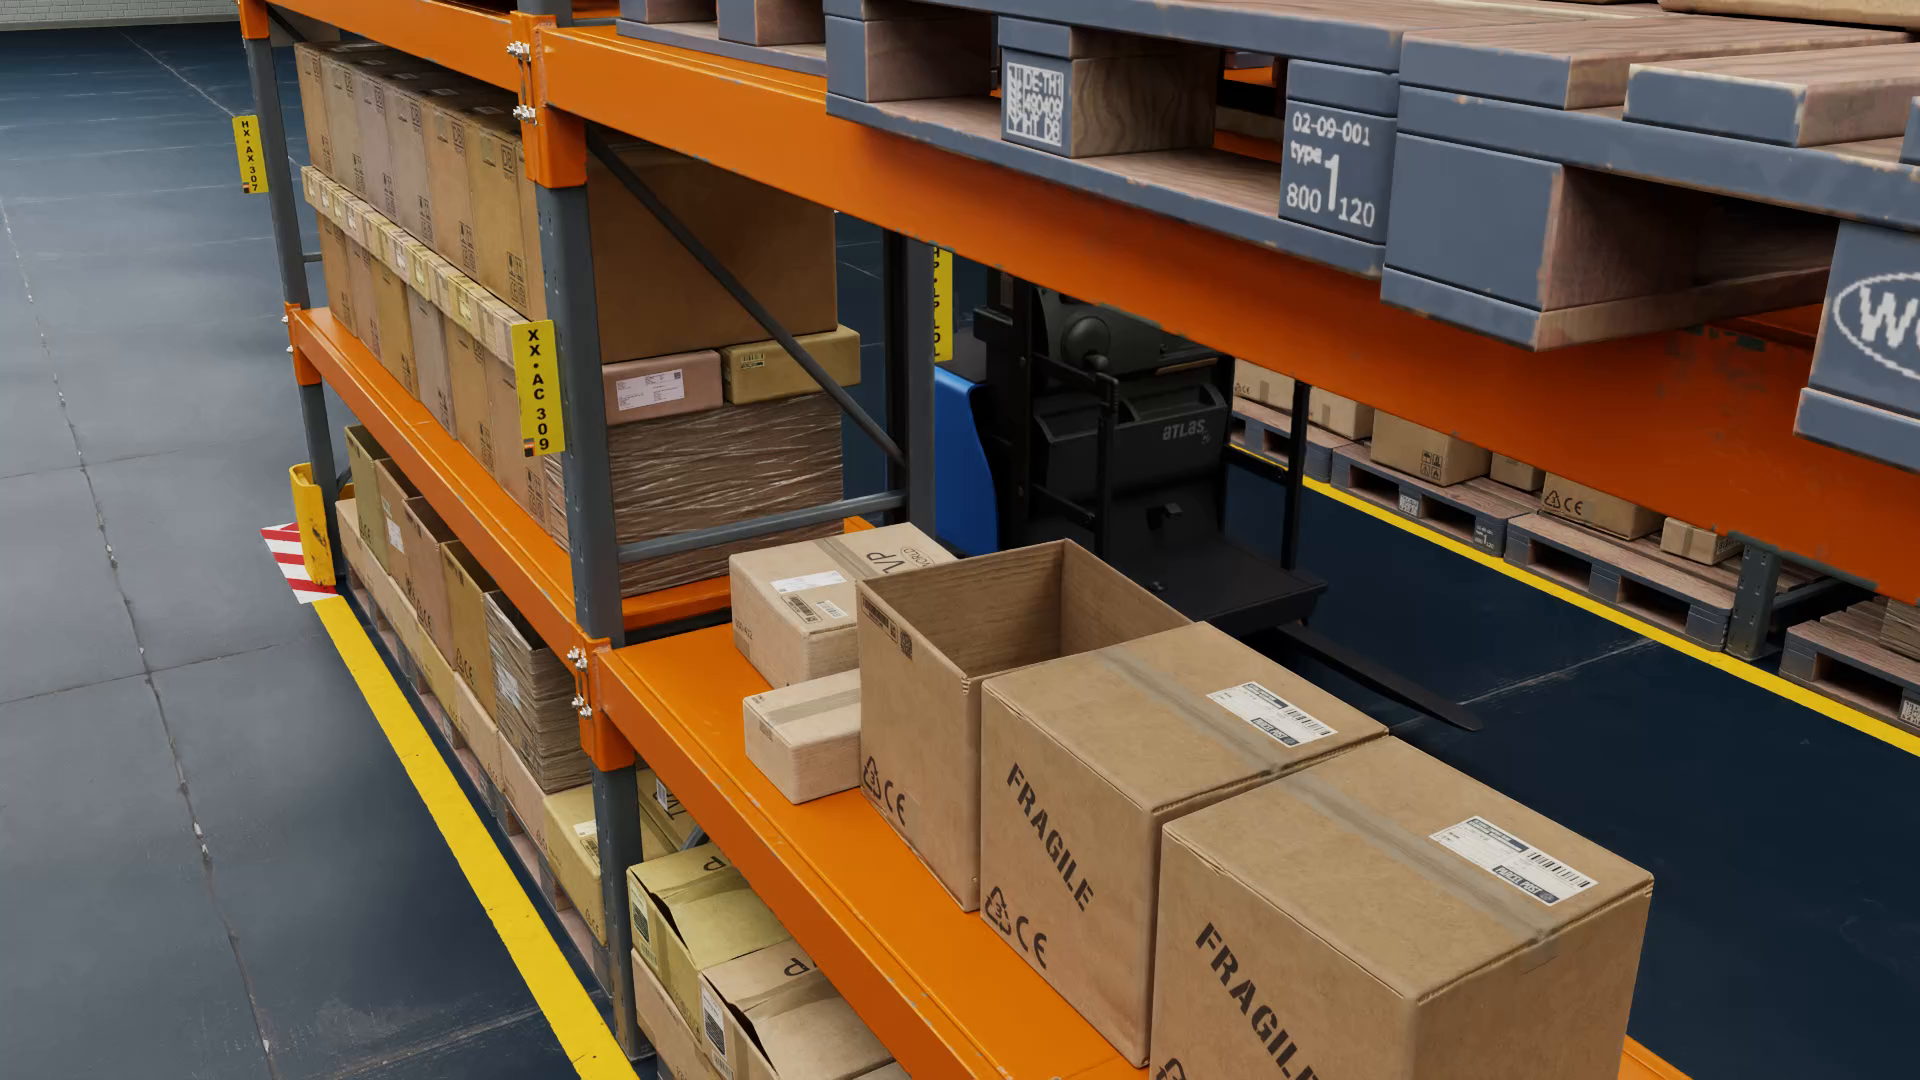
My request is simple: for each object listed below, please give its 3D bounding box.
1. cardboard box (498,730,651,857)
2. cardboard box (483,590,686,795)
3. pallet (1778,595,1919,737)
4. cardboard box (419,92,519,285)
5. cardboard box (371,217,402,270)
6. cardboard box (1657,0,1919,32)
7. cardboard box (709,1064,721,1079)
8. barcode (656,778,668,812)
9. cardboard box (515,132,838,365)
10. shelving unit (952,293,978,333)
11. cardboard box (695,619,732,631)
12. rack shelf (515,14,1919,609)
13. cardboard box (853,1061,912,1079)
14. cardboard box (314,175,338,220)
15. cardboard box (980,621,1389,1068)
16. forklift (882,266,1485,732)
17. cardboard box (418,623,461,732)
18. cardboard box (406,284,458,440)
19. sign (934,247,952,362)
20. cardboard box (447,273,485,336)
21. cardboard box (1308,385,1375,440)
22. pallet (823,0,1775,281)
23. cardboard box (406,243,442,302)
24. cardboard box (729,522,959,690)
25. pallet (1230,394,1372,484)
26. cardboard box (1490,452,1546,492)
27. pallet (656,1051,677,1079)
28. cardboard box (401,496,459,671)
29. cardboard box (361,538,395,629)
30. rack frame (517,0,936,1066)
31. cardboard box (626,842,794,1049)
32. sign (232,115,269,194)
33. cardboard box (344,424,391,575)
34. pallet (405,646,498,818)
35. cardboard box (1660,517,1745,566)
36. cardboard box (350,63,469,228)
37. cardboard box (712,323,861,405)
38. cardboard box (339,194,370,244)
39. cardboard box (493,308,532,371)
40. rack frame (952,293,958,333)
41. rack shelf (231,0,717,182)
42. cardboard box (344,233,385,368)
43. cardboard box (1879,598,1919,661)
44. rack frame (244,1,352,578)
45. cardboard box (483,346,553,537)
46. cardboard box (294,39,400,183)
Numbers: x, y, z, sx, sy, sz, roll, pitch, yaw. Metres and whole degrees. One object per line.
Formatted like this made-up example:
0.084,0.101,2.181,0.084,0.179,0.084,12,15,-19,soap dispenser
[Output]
-1.198,0.779,5.505,0.500,0.250,0.500,-13,25,-28,cardboard box
-1.197,0.431,5.364,0.500,0.500,0.500,-13,25,-28,cardboard box
4.129,0.561,6.650,1.003,0.211,1.213,-13,25,-28,pallet
-1.273,-1.144,5.286,0.700,0.500,0.500,-13,25,-28,cardboard box
-1.895,-1.085,6.003,0.380,0.149,0.250,-13,25,-29,cardboard box
0.953,-0.550,1.340,0.500,0.250,0.500,-12,25,-27,cardboard box
-0.273,1.395,3.990,0.500,0.250,0.500,-12,25,-27,cardboard box
-0.754,0.644,4.204,0.001,0.075,0.075,-13,25,-28,barcode
-0.759,-0.818,4.485,0.700,0.500,0.500,-12,25,-28,cardboard box
-0.065,-0.594,8.179,0.258,1.200,0.189,-13,26,-29,shelving unit
-0.494,0.493,5.212,0.500,0.500,0.500,-13,25,-28,cardboard box
0.495,-0.437,2.375,1.077,0.370,4.000,-13,25,-28,rack shelf
-0.013,1.303,3.471,0.500,0.311,0.500,-14,26,-30,cardboard box
-2.417,-1.417,6.819,0.380,0.149,0.250,-13,26,-30,cardboard box
0.377,0.510,2.941,0.500,0.500,0.500,-13,25,-28,cardboard box
0.830,-0.890,6.608,1.130,2.935,3.031,-13,26,-29,forklift
-1.722,0.458,6.294,0.500,0.250,0.500,-13,25,-28,cardboard box
-1.549,-0.715,5.955,0.700,0.500,0.500,-12,25,-27,cardboard box
-0.065,-0.635,4.459,0.100,0.325,0.005,-13,25,-28,sign
-1.368,-0.752,5.183,0.380,0.149,0.250,-13,25,-28,cardboard box
2.254,-0.810,9.306,0.500,0.311,0.500,-10,24,-24,cardboard box
0.520,-0.599,2.070,1.003,0.211,1.213,-11,25,-26,pallet
-1.635,-0.919,5.594,0.380,0.149,0.250,-12,25,-27,cardboard box
-0.237,0.192,4.054,0.500,0.250,0.500,-11,25,-25,cardboard box
2.110,-0.691,9.731,1.003,0.211,1.213,-13,25,-28,pallet
2.930,-0.387,8.482,0.380,0.149,0.250,-15,26,-32,cardboard box
-0.117,1.494,4.354,1.003,0.211,1.213,-13,25,-28,pallet
-1.723,0.111,6.152,0.500,0.500,0.500,-13,25,-28,cardboard box
-2.228,0.134,7.093,0.500,0.250,0.500,-13,25,-28,cardboard box
-0.526,-0.028,4.397,1.000,3.000,0.127,-13,25,-28,rack frame
-0.529,0.973,4.283,0.500,0.311,0.500,-13,25,-28,cardboard box
-3.050,-1.656,7.147,0.100,0.325,0.005,-13,25,-28,sign
-2.230,-0.213,6.951,0.500,0.500,0.500,-13,25,-28,cardboard box
-1.524,0.603,6.548,1.003,0.211,1.213,-13,25,-28,pallet
3.431,-0.041,7.607,0.380,0.166,0.250,-17,27,-35,cardboard box
-1.784,-1.467,6.083,0.700,0.500,0.500,-12,25,-28,cardboard box
-0.497,-0.499,4.562,0.380,0.149,0.250,-13,25,-28,cardboard box
-2.164,-1.253,6.417,0.380,0.149,0.250,-13,26,-29,cardboard box
-1.110,-0.587,4.777,0.380,0.149,0.250,-13,26,-30,cardboard box
-0.113,-0.623,8.251,0.240,1.200,0.006,-13,26,-29,rack frame
-1.548,-1.732,5.561,1.077,0.370,4.000,-13,25,-28,rack shelf
-2.070,-1.047,6.770,0.700,0.500,0.500,-12,25,-27,cardboard box
4.121,0.207,6.554,0.700,0.500,0.500,-12,25,-26,cardboard box
-2.570,-1.323,7.583,1.000,3.000,0.127,-13,25,-28,rack frame
-1.034,-0.386,5.146,0.700,0.500,0.500,-13,25,-29,cardboard box
-2.315,-1.800,6.900,0.700,0.500,0.500,-13,25,-28,cardboard box
